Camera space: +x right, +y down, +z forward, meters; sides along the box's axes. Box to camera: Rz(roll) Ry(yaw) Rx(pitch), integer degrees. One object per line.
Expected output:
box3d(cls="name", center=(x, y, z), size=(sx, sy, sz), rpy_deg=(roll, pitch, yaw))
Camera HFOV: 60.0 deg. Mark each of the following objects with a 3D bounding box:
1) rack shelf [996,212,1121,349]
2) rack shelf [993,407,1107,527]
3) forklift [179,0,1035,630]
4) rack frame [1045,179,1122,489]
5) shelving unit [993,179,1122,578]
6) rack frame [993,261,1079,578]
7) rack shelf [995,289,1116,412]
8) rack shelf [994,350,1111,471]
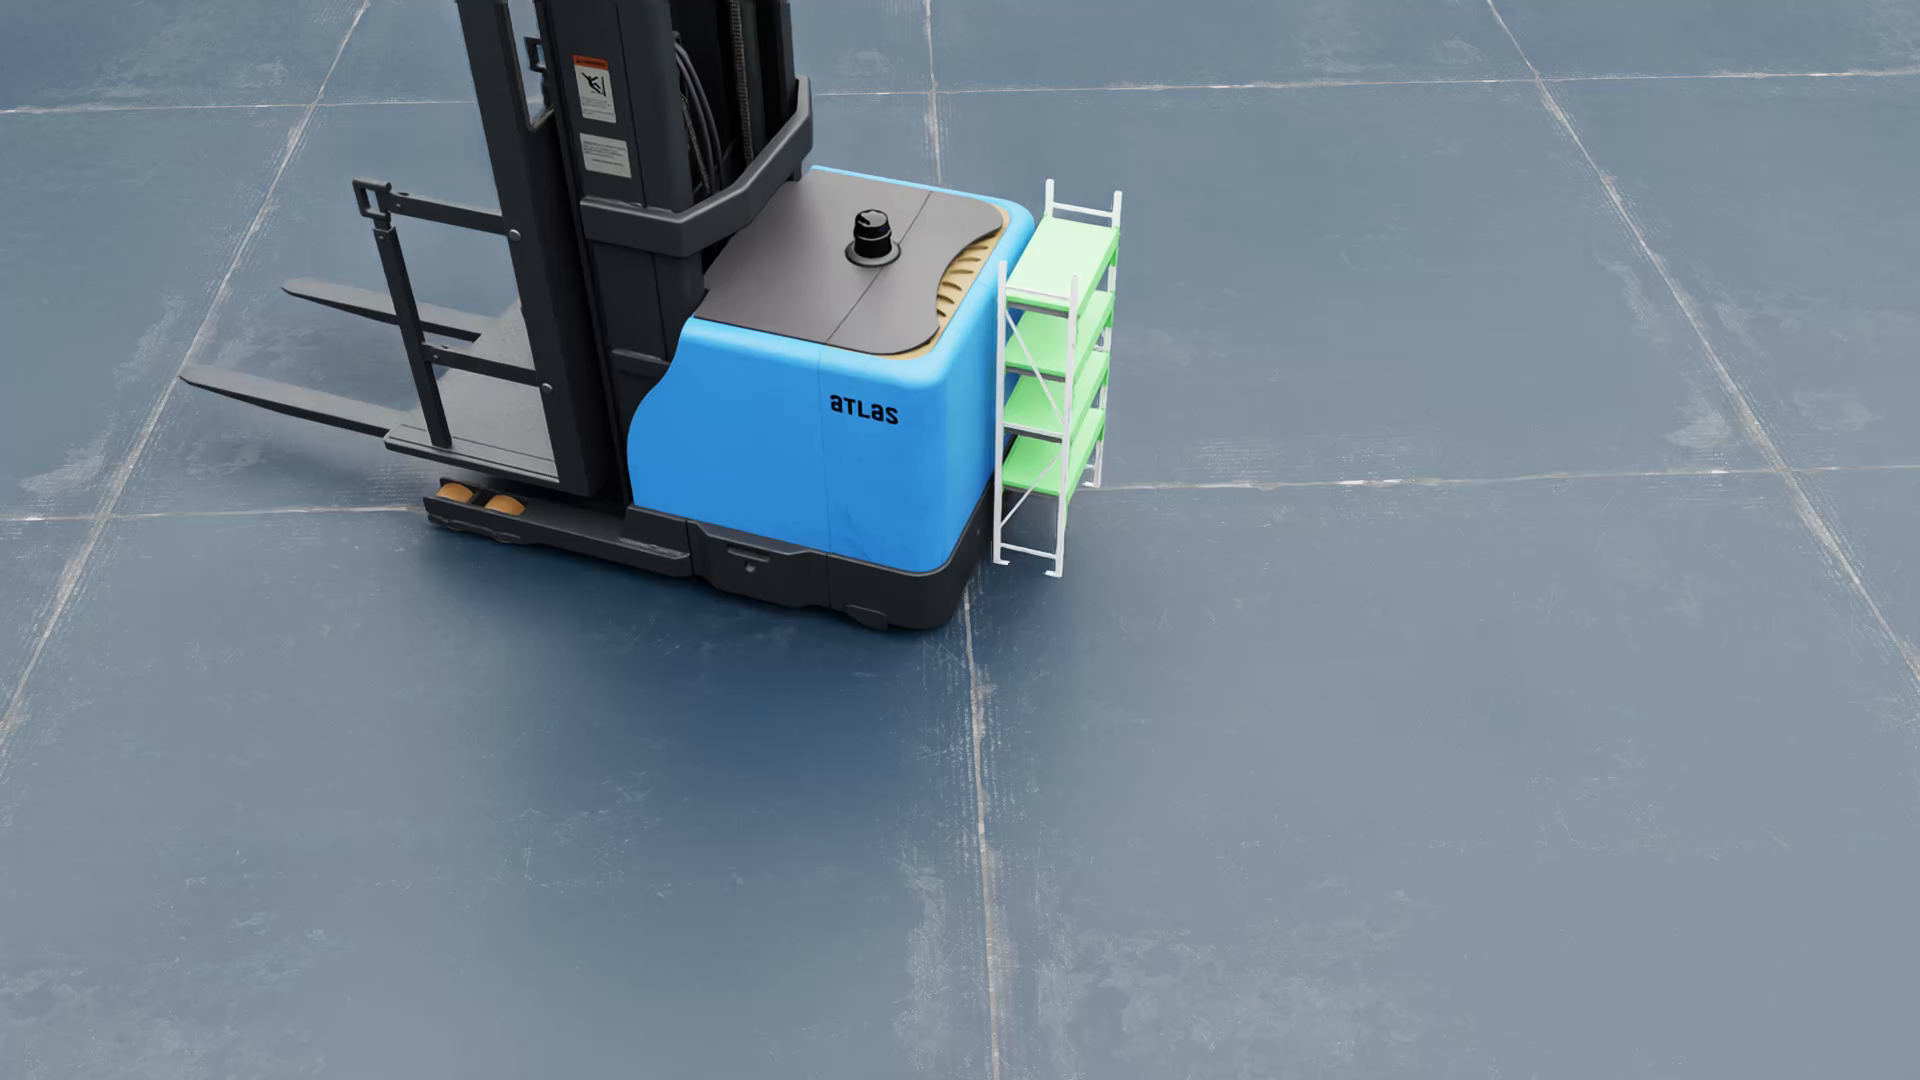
box3d(cls="rack shelf", center=(0.307, -0.807, 5.127), size=(0.258, 0.148, 0.480), rpy_deg=(13, 44, 14))
box3d(cls="rack shelf", center=(0.307, -0.276, 5.613), size=(0.258, 0.148, 0.480), rpy_deg=(13, 44, 14))
box3d(cls="forklift", center=(-1.319, -1.392, 5.099), size=(3.031, 2.935, 1.130), rpy_deg=(13, 44, 14))
box3d(cls="rack frame", center=(0.386, -0.656, 5.578), size=(0.240, 1.200, 0.015), rpy_deg=(13, 44, 14))
box3d(cls="shelving unit", center=(0.307, -0.500, 5.408), size=(0.258, 1.200, 0.503), rpy_deg=(13, 44, 14))
box3d(cls="rack frame", center=(0.229, -0.344, 5.237), size=(0.240, 1.200, 0.015), rpy_deg=(13, 44, 14))
box3d(cls="rack shelf", center=(0.307, -0.630, 5.289), size=(0.258, 0.148, 0.480), rpy_deg=(13, 44, 14))
box3d(cls="rack shelf", center=(0.307, -0.453, 5.451), size=(0.258, 0.148, 0.480), rpy_deg=(13, 44, 14))
